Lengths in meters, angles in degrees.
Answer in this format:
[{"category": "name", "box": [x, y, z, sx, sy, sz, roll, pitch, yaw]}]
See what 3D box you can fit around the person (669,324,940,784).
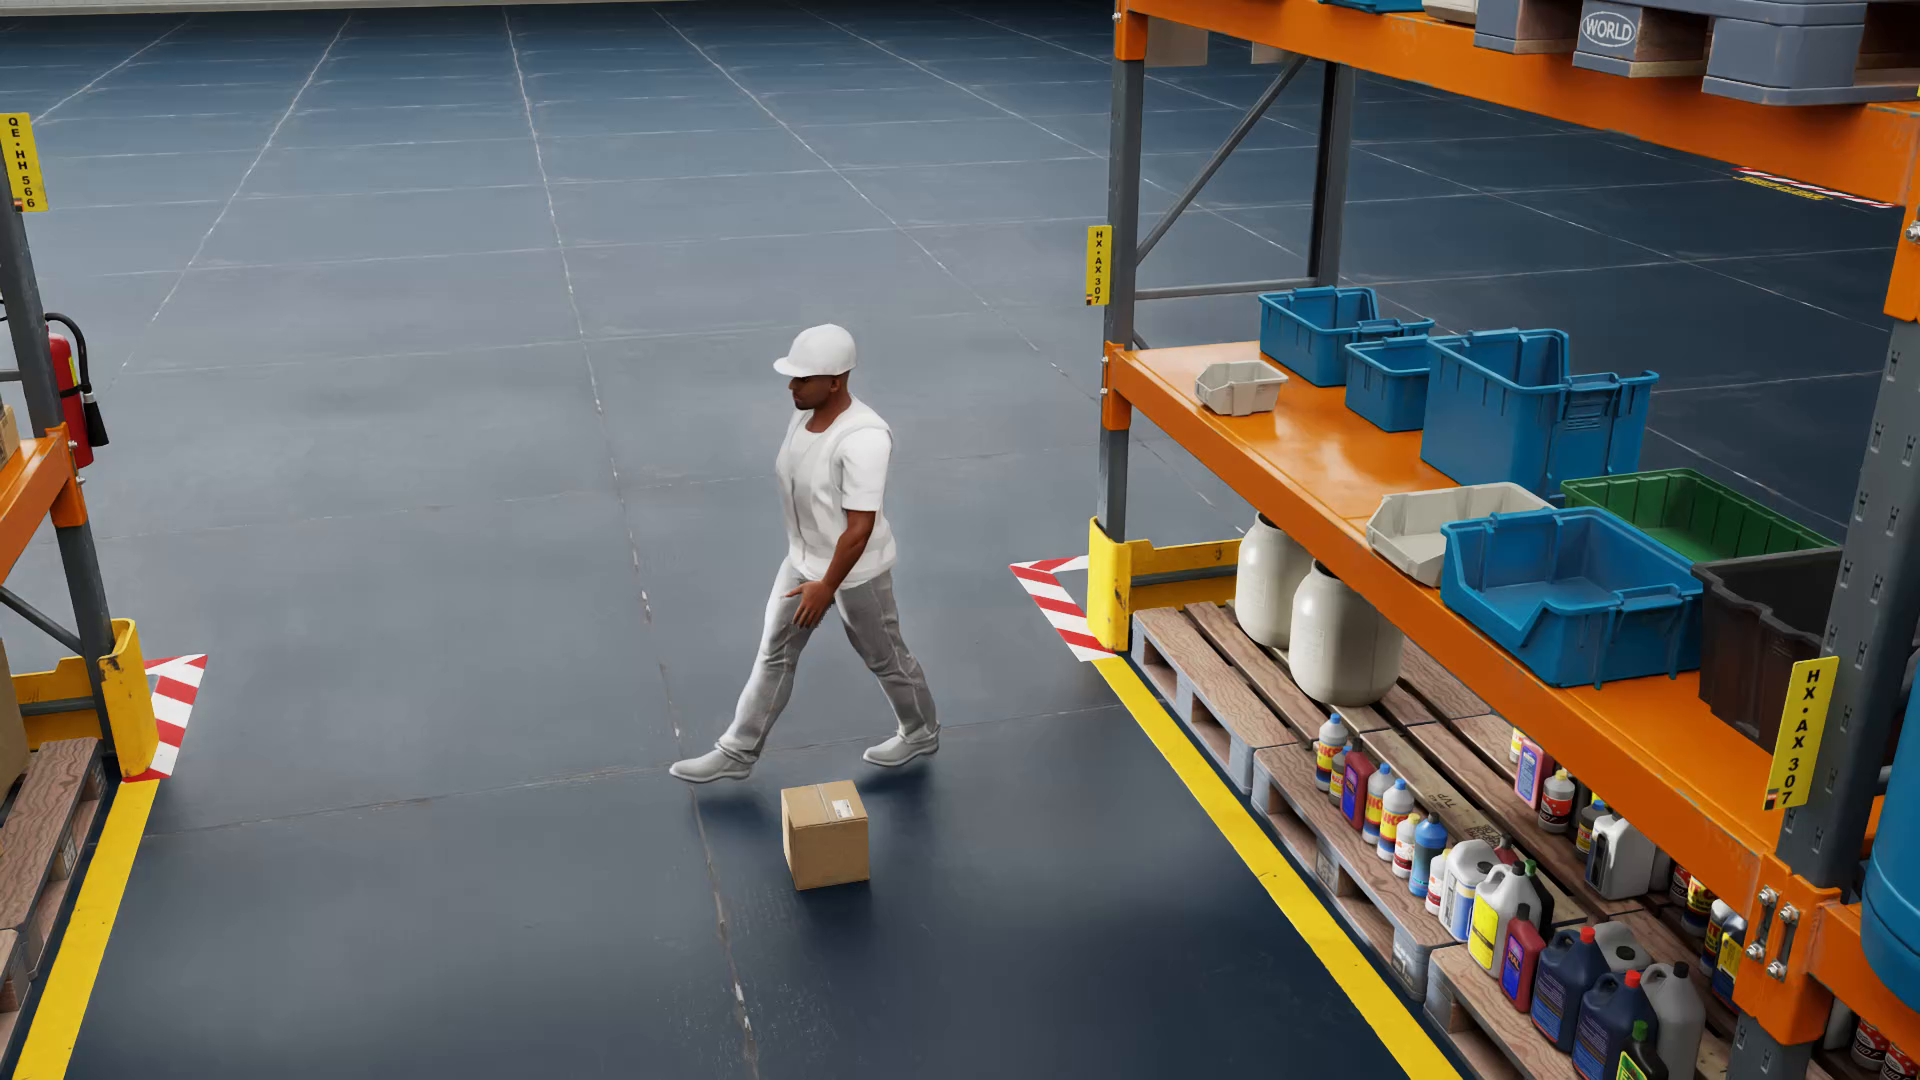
[{"category": "person", "box": [-0.520, 0.088, 5.832, 0.989, 1.714, 0.585, -17, 28, -35]}]
